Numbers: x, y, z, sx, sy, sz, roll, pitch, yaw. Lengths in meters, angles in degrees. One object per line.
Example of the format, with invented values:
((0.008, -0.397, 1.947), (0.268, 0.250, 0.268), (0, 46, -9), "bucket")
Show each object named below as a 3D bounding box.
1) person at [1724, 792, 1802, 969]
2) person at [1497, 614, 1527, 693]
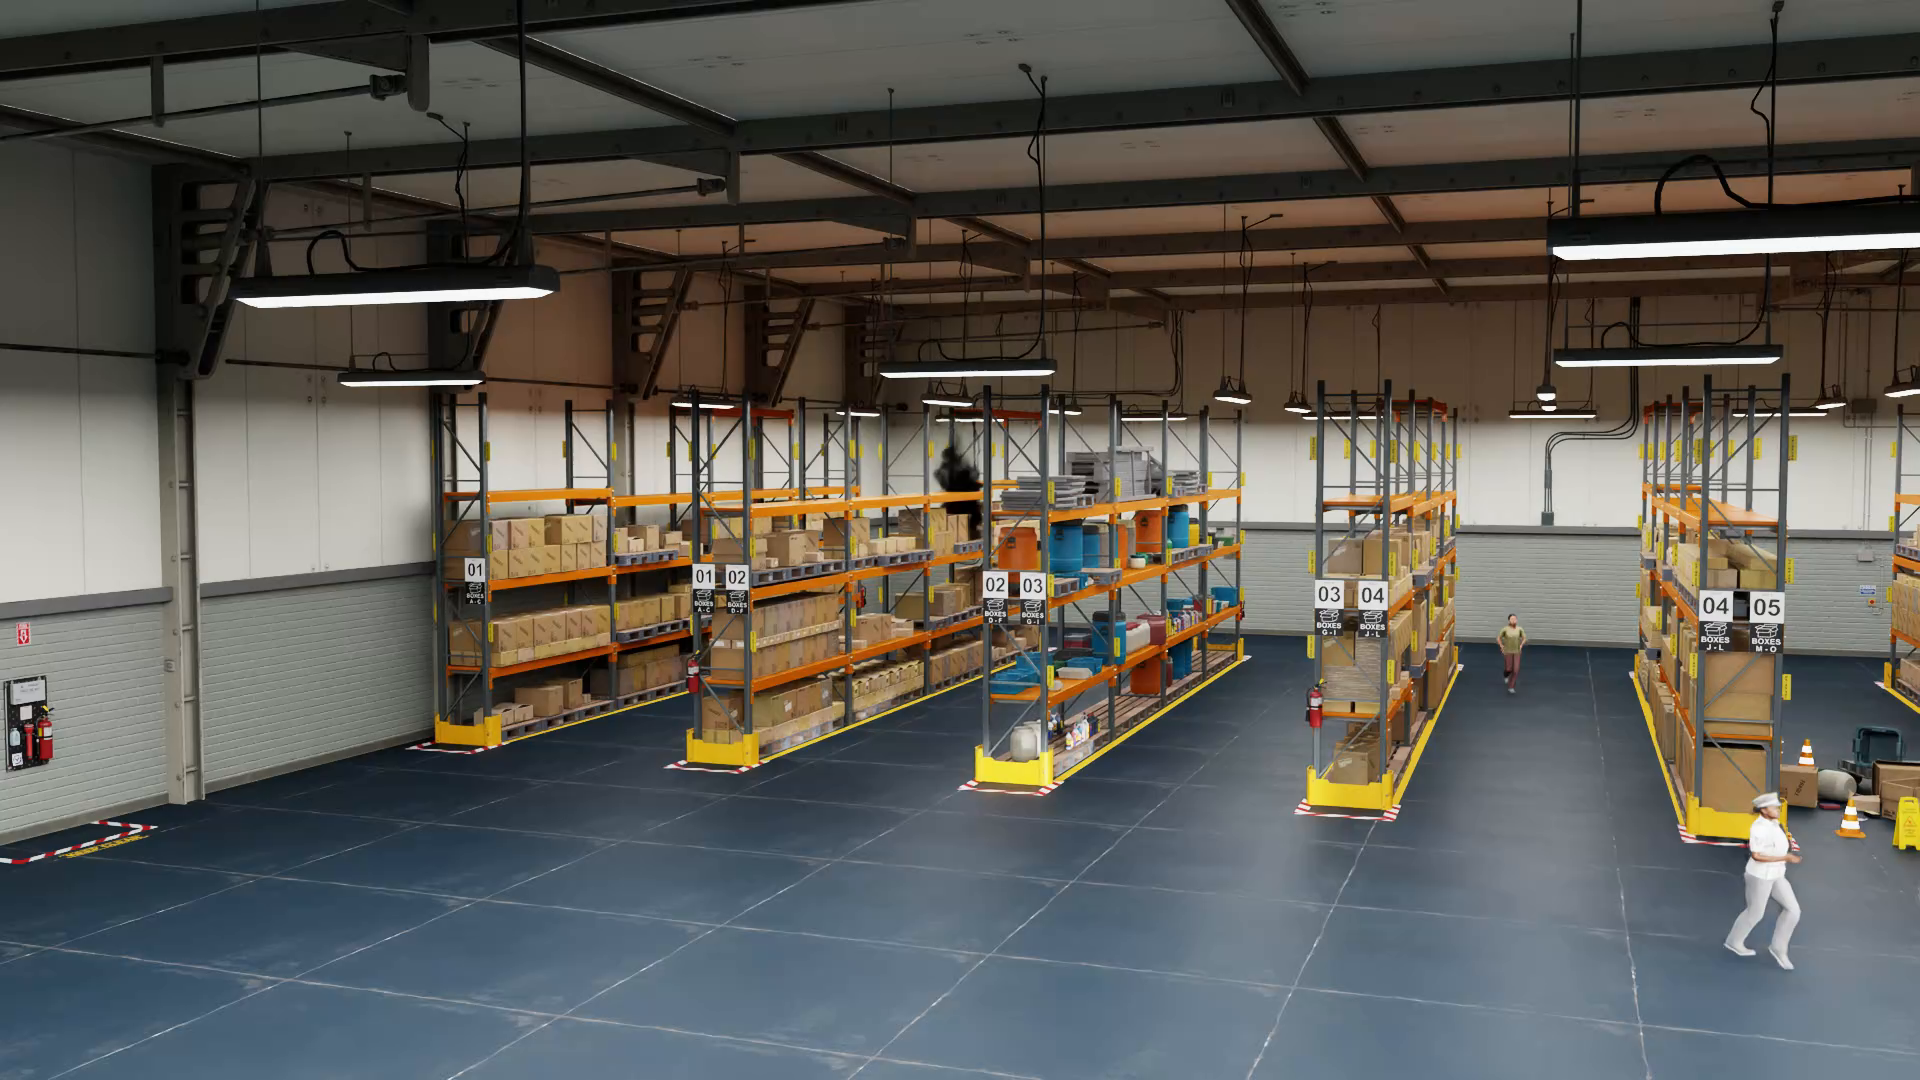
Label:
((7.838, 3.305, 16.176), (0.554, 1.751, 0.746), (-2, 4, -36), "person")
((11.512, 2.350, 34.670), (0.581, 1.626, 0.565), (0, 3, 9), "person")
